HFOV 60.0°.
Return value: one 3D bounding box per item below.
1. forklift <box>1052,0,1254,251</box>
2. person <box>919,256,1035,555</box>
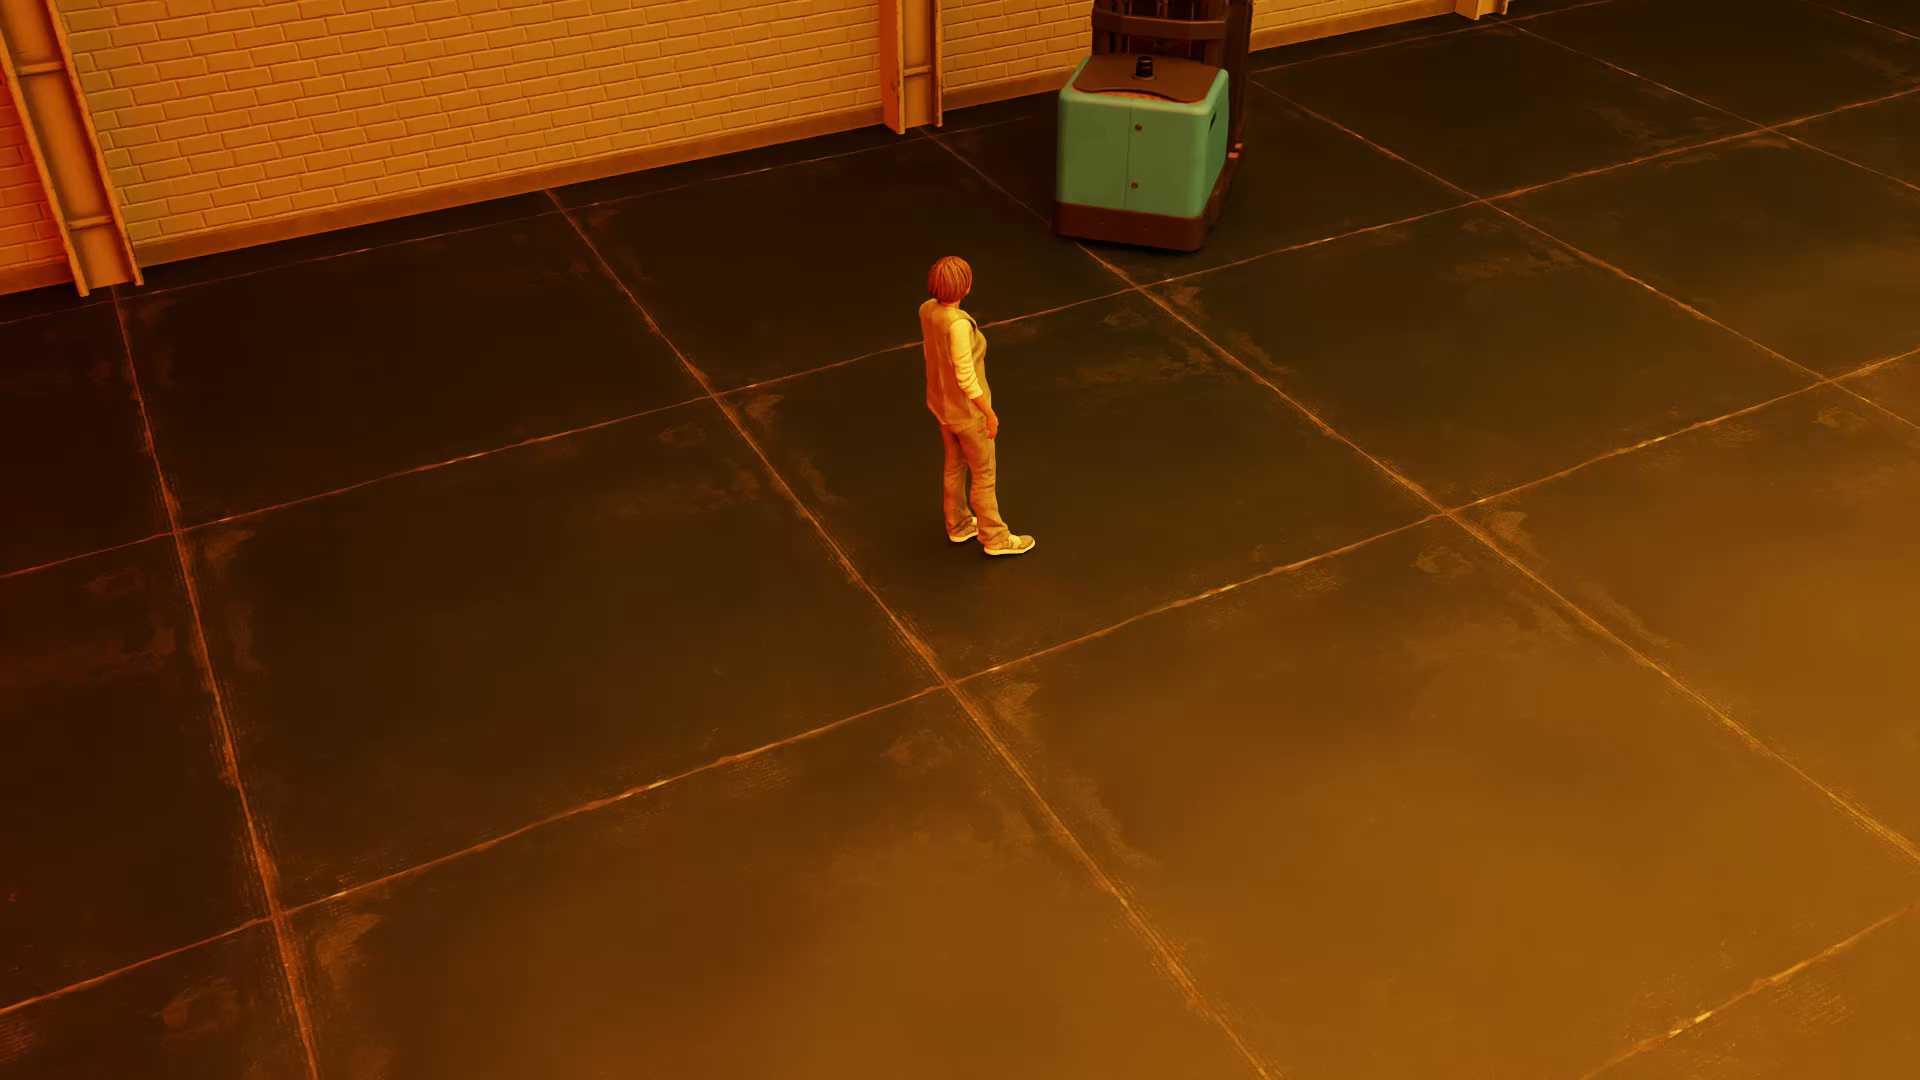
[{"bbox_3d":[1.555,-4.013,11.800,1.130,2.935,3.031,10,36,14],"label":"forklift"},{"bbox_3d":[0.072,-0.671,8.215,0.475,1.597,0.520,-17,39,-23],"label":"person"}]
